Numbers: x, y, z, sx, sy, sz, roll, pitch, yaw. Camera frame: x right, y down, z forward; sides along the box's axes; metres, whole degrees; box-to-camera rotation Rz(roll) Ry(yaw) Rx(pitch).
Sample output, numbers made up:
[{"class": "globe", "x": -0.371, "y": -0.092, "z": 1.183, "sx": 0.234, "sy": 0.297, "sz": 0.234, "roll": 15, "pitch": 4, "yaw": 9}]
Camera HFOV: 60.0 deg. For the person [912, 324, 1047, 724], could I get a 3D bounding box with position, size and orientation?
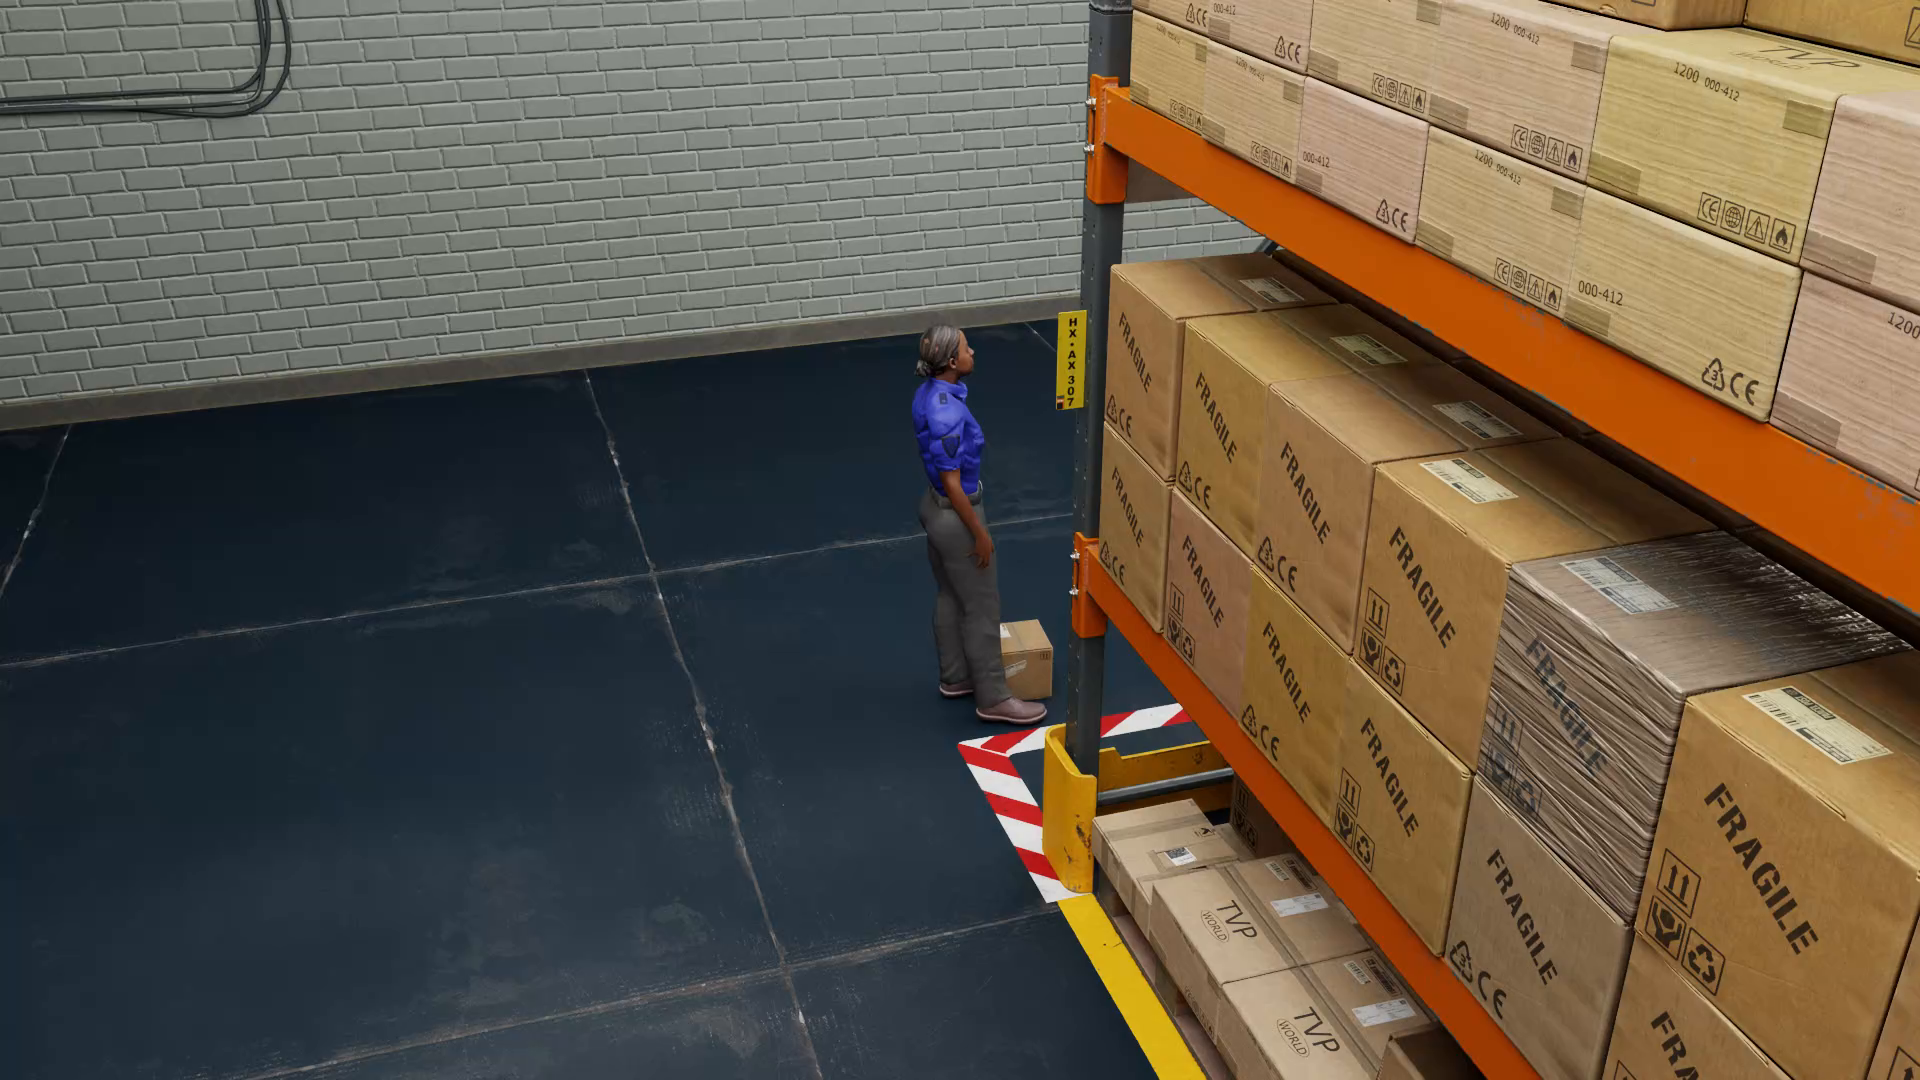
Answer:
[{"class": "person", "x": 0.069, "y": -0.079, "z": 6.761, "sx": 0.503, "sy": 1.656, "sz": 0.570, "roll": -6, "pitch": 27, "yaw": -11}]
